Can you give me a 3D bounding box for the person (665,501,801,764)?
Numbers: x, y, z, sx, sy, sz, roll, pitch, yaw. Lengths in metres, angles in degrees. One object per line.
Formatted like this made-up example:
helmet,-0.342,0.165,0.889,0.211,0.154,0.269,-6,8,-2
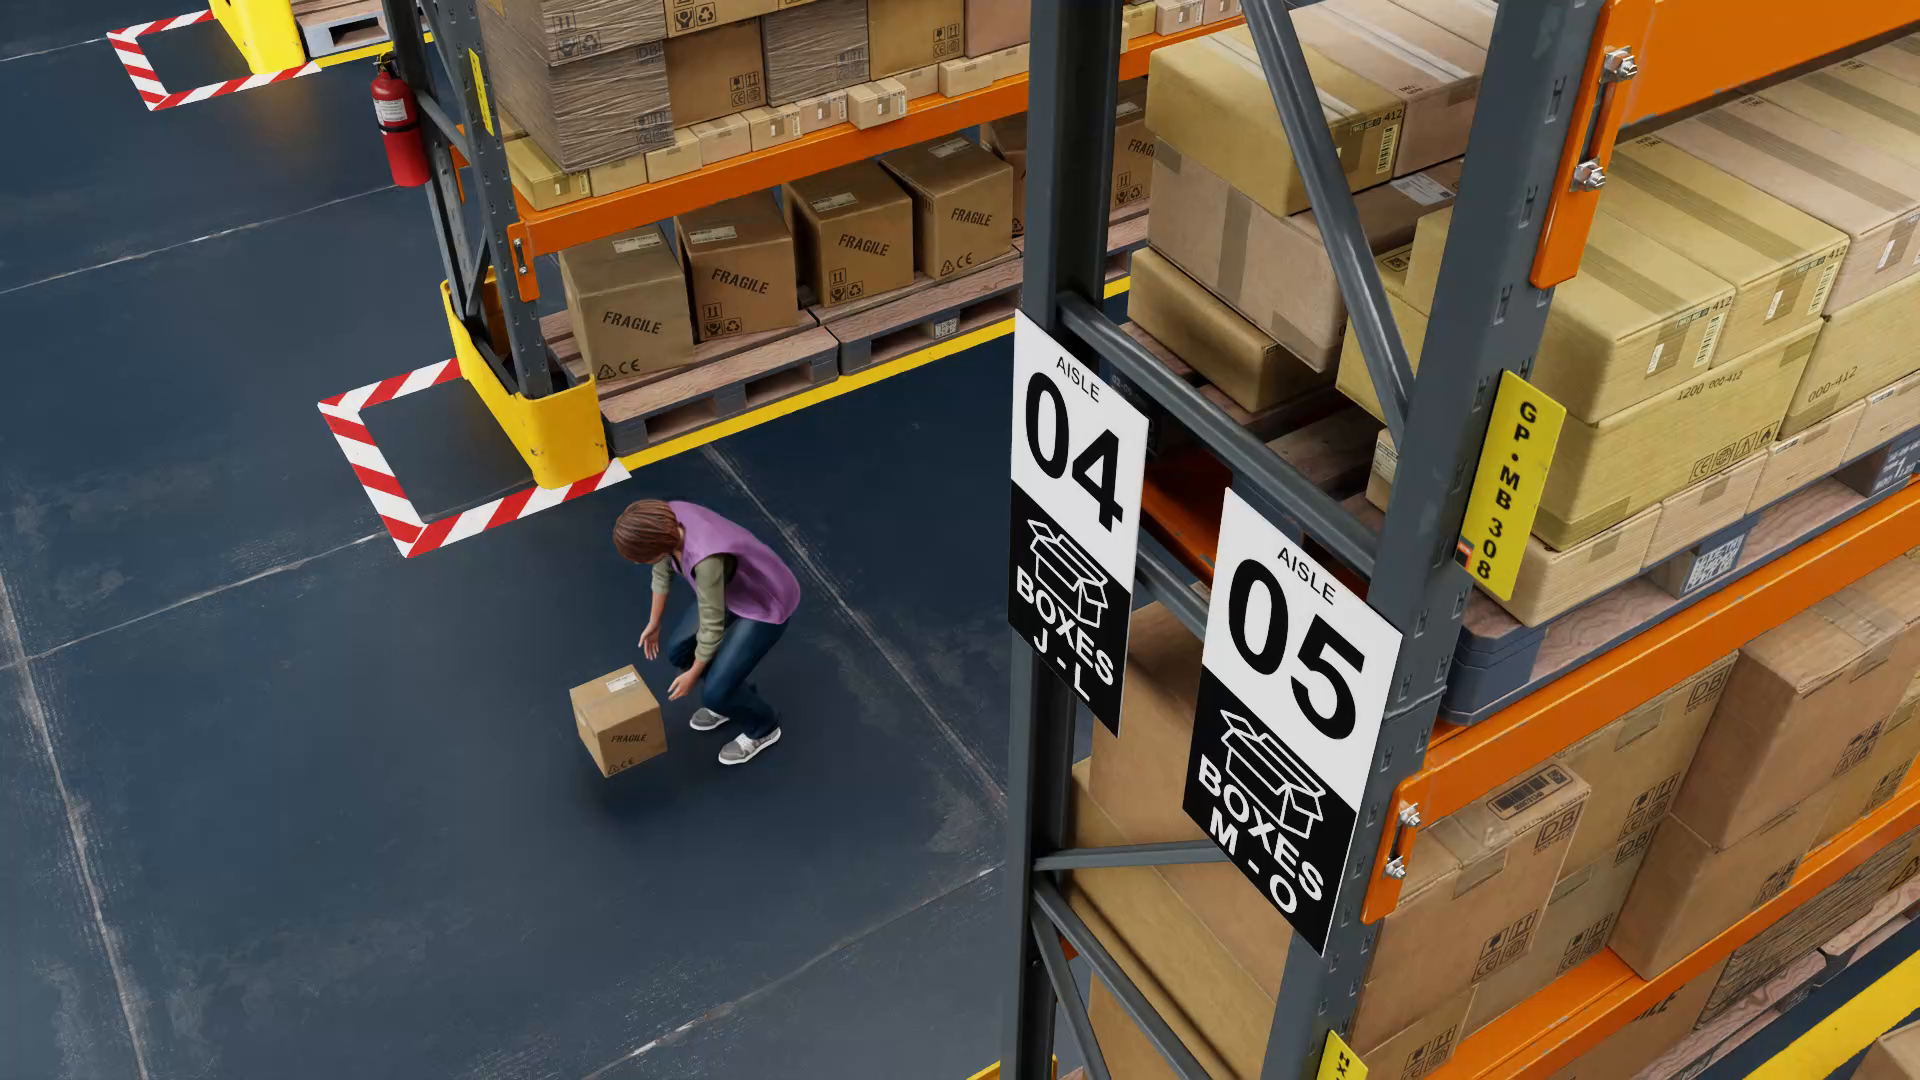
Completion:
person,-0.819,0.303,6.151,0.479,1.170,0.379,-23,46,-24
